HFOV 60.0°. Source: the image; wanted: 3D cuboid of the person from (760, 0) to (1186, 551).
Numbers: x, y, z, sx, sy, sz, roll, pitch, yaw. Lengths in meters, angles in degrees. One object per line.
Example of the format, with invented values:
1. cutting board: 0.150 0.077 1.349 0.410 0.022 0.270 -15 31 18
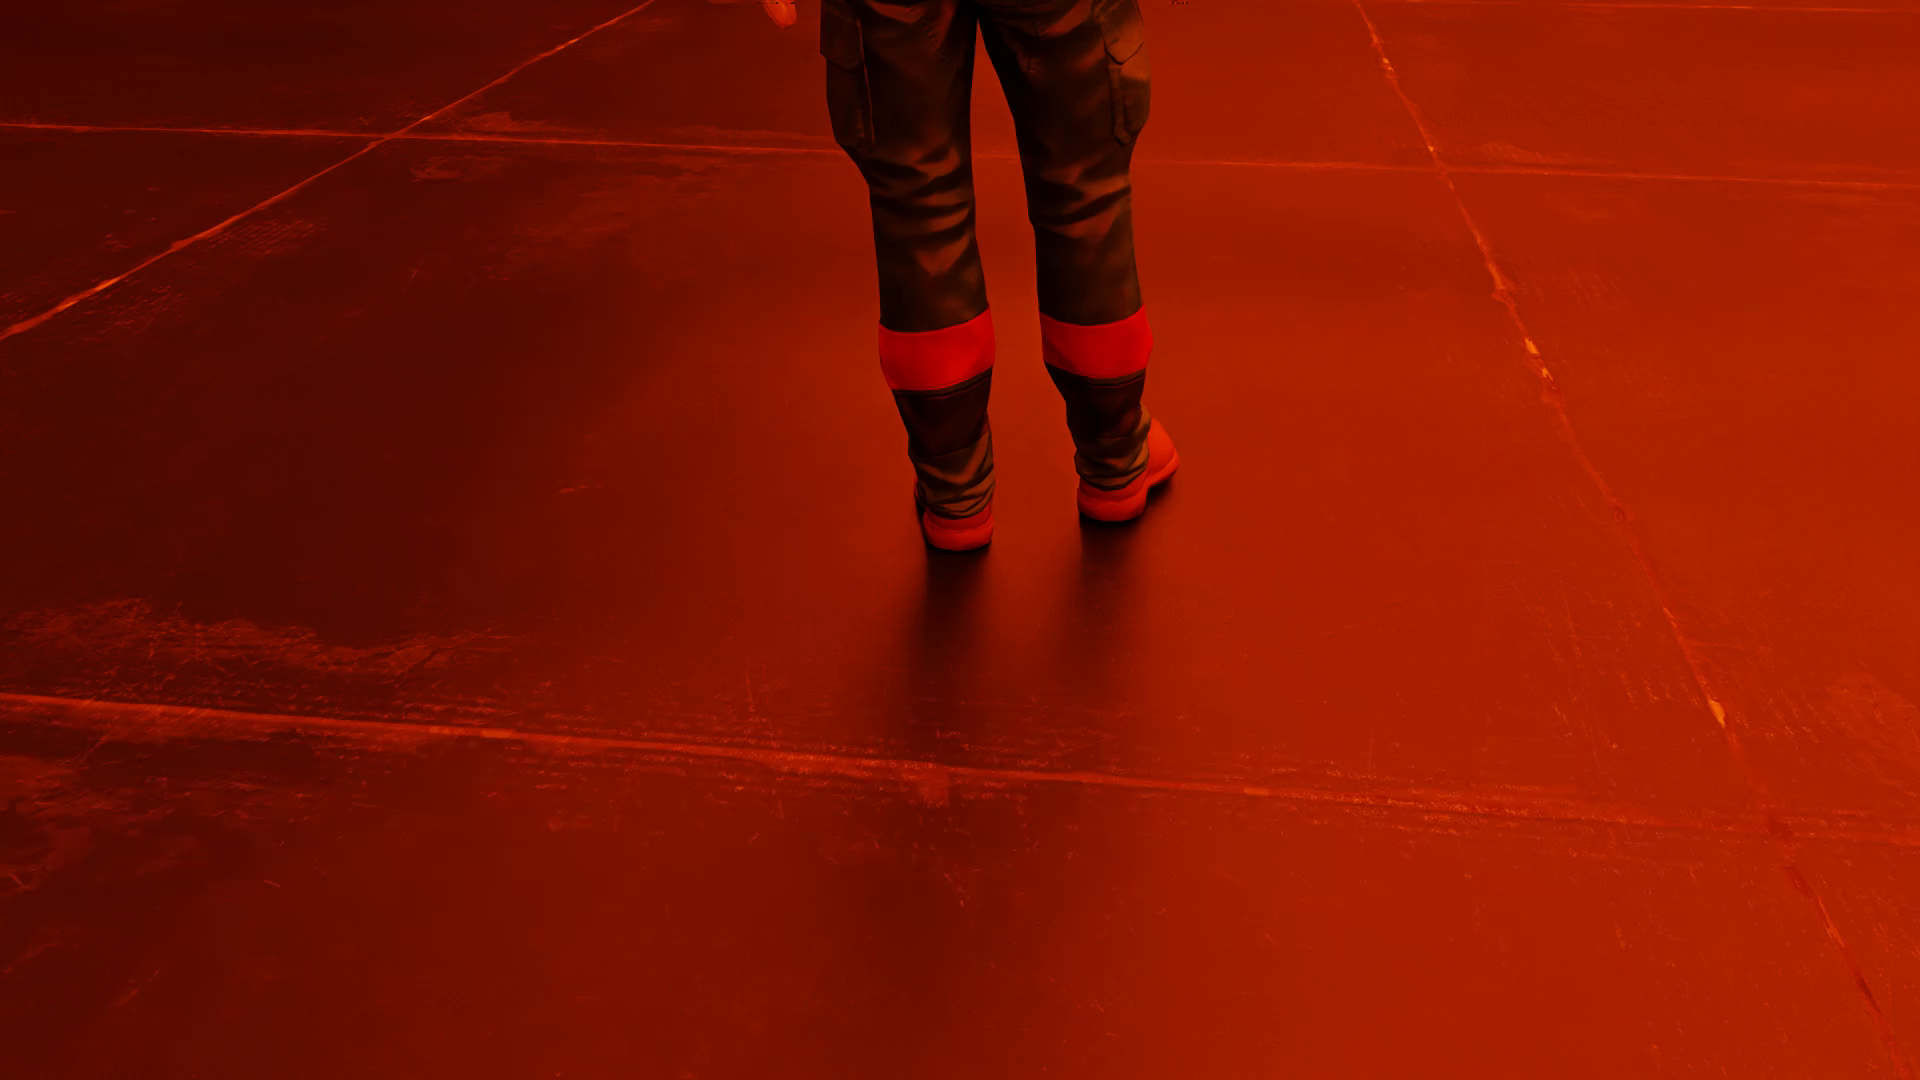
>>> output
1. person: 0.021 -0.842 2.168 0.638 1.789 0.562 3 27 7
